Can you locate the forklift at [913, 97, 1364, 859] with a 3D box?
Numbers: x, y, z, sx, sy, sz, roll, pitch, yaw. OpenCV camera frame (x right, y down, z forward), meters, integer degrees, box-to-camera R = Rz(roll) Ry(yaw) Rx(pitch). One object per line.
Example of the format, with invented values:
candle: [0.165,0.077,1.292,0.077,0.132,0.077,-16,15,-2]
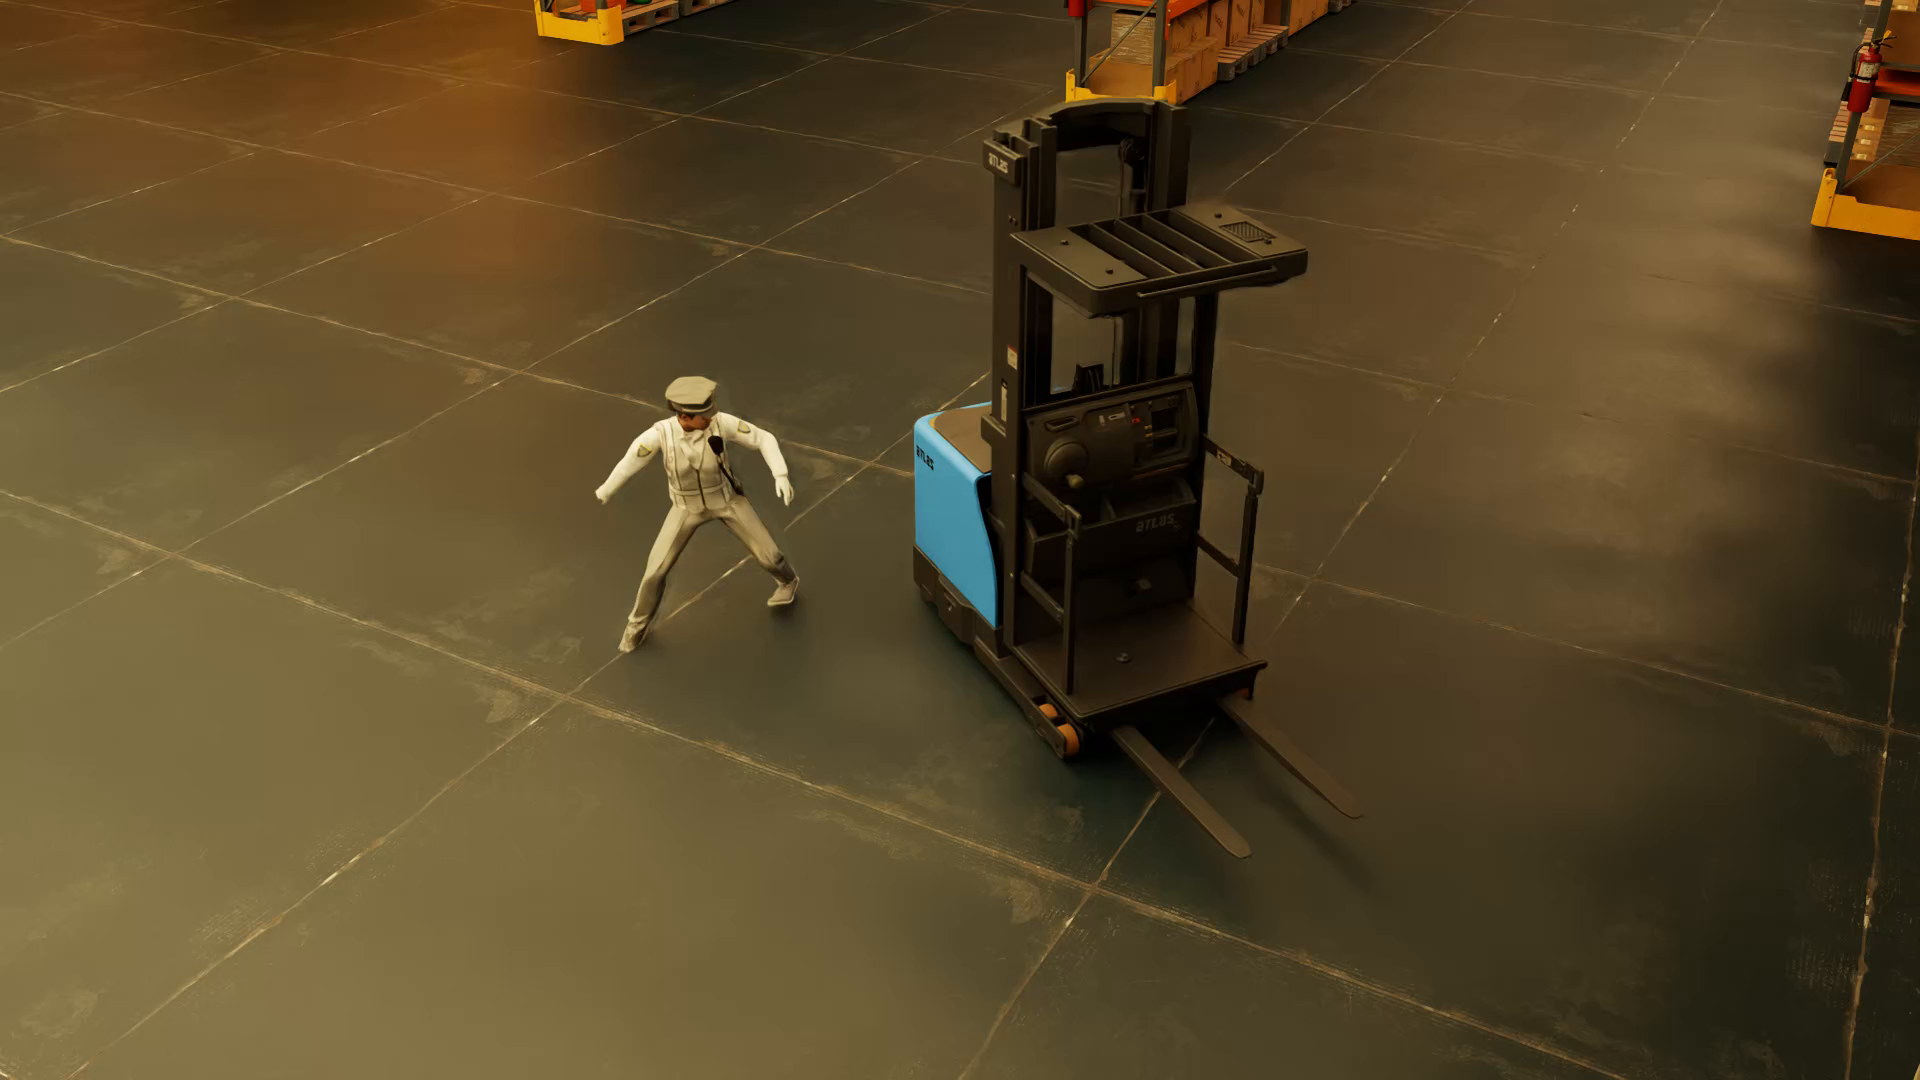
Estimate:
forklift: [0.839,-0.453,7.856,1.130,2.935,3.031,-14,33,-23]

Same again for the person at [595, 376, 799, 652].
person: [-1.407,-0.138,8.828,1.057,1.606,0.521,-4,30,-6]
